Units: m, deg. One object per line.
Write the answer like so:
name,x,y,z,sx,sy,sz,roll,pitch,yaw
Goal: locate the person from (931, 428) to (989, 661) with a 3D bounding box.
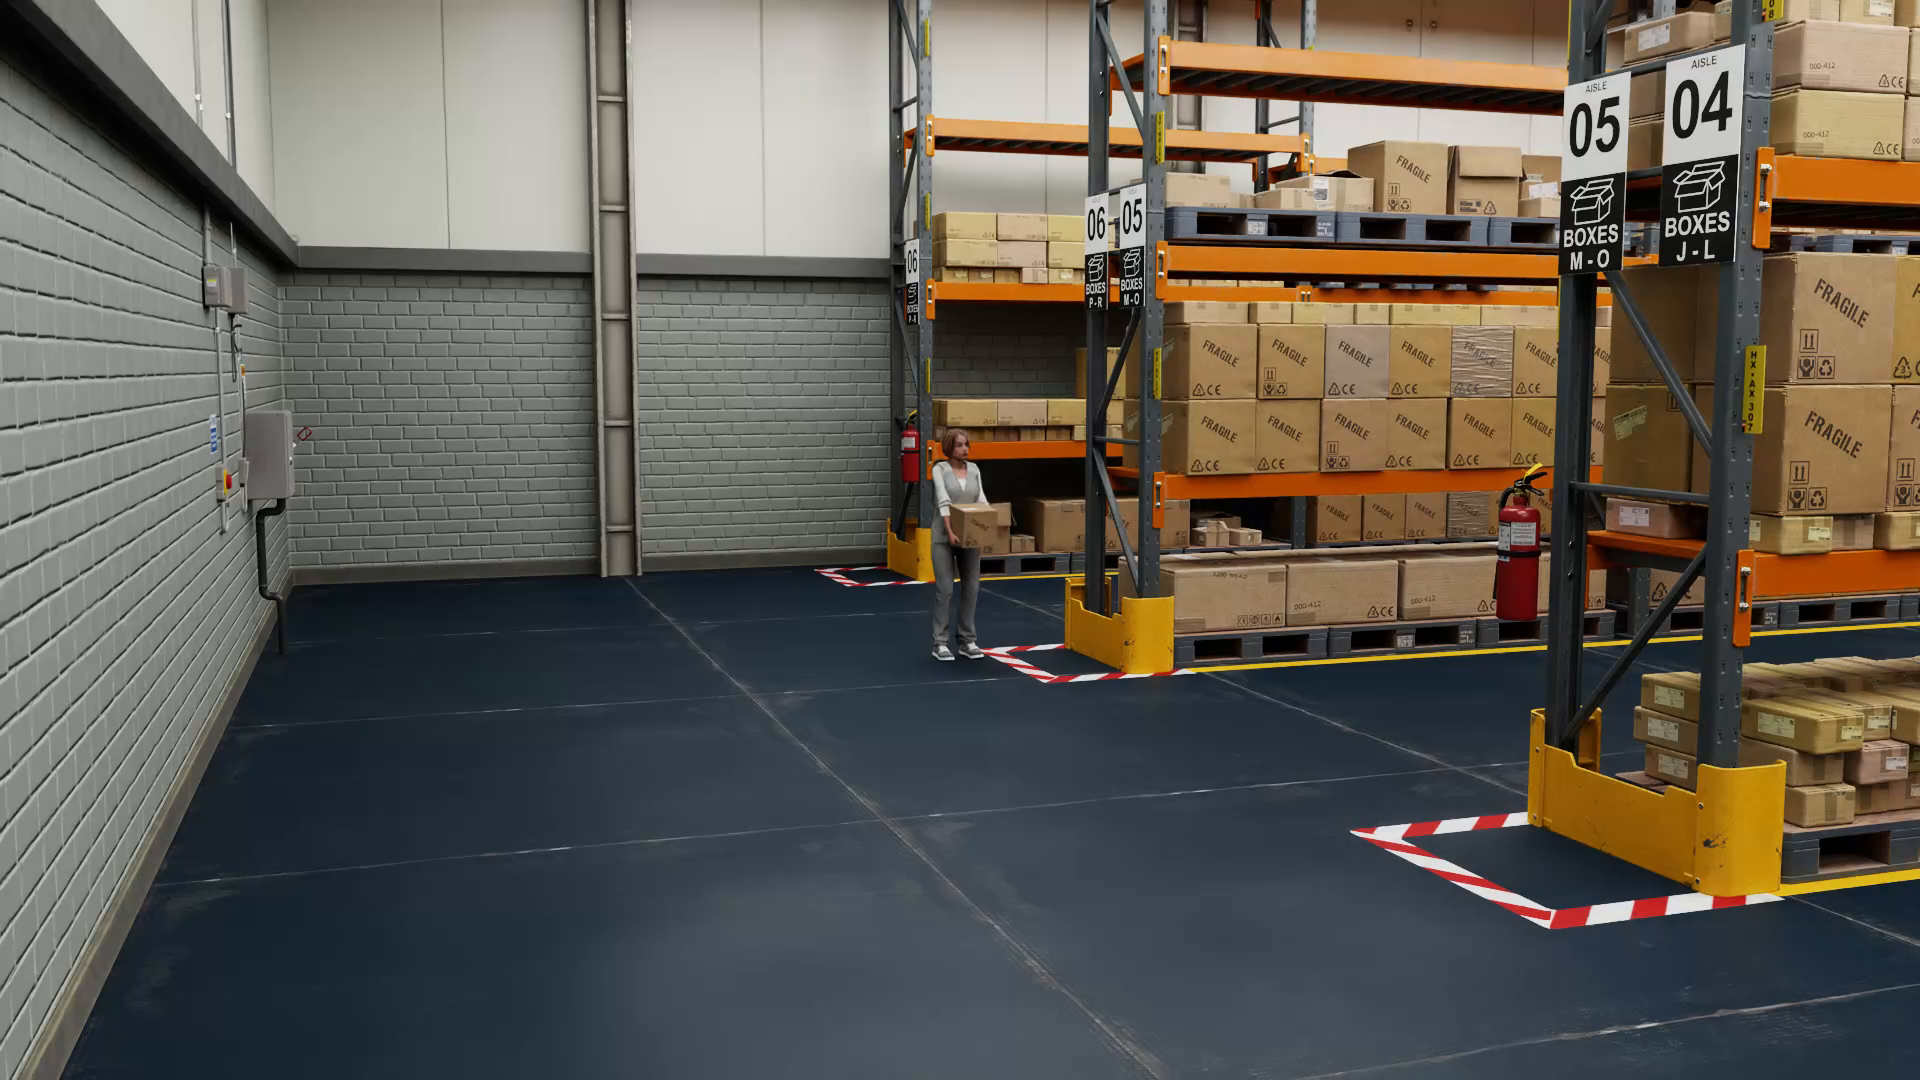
person,0.013,0.036,11.442,0.375,1.599,0.500,-3,7,-25
